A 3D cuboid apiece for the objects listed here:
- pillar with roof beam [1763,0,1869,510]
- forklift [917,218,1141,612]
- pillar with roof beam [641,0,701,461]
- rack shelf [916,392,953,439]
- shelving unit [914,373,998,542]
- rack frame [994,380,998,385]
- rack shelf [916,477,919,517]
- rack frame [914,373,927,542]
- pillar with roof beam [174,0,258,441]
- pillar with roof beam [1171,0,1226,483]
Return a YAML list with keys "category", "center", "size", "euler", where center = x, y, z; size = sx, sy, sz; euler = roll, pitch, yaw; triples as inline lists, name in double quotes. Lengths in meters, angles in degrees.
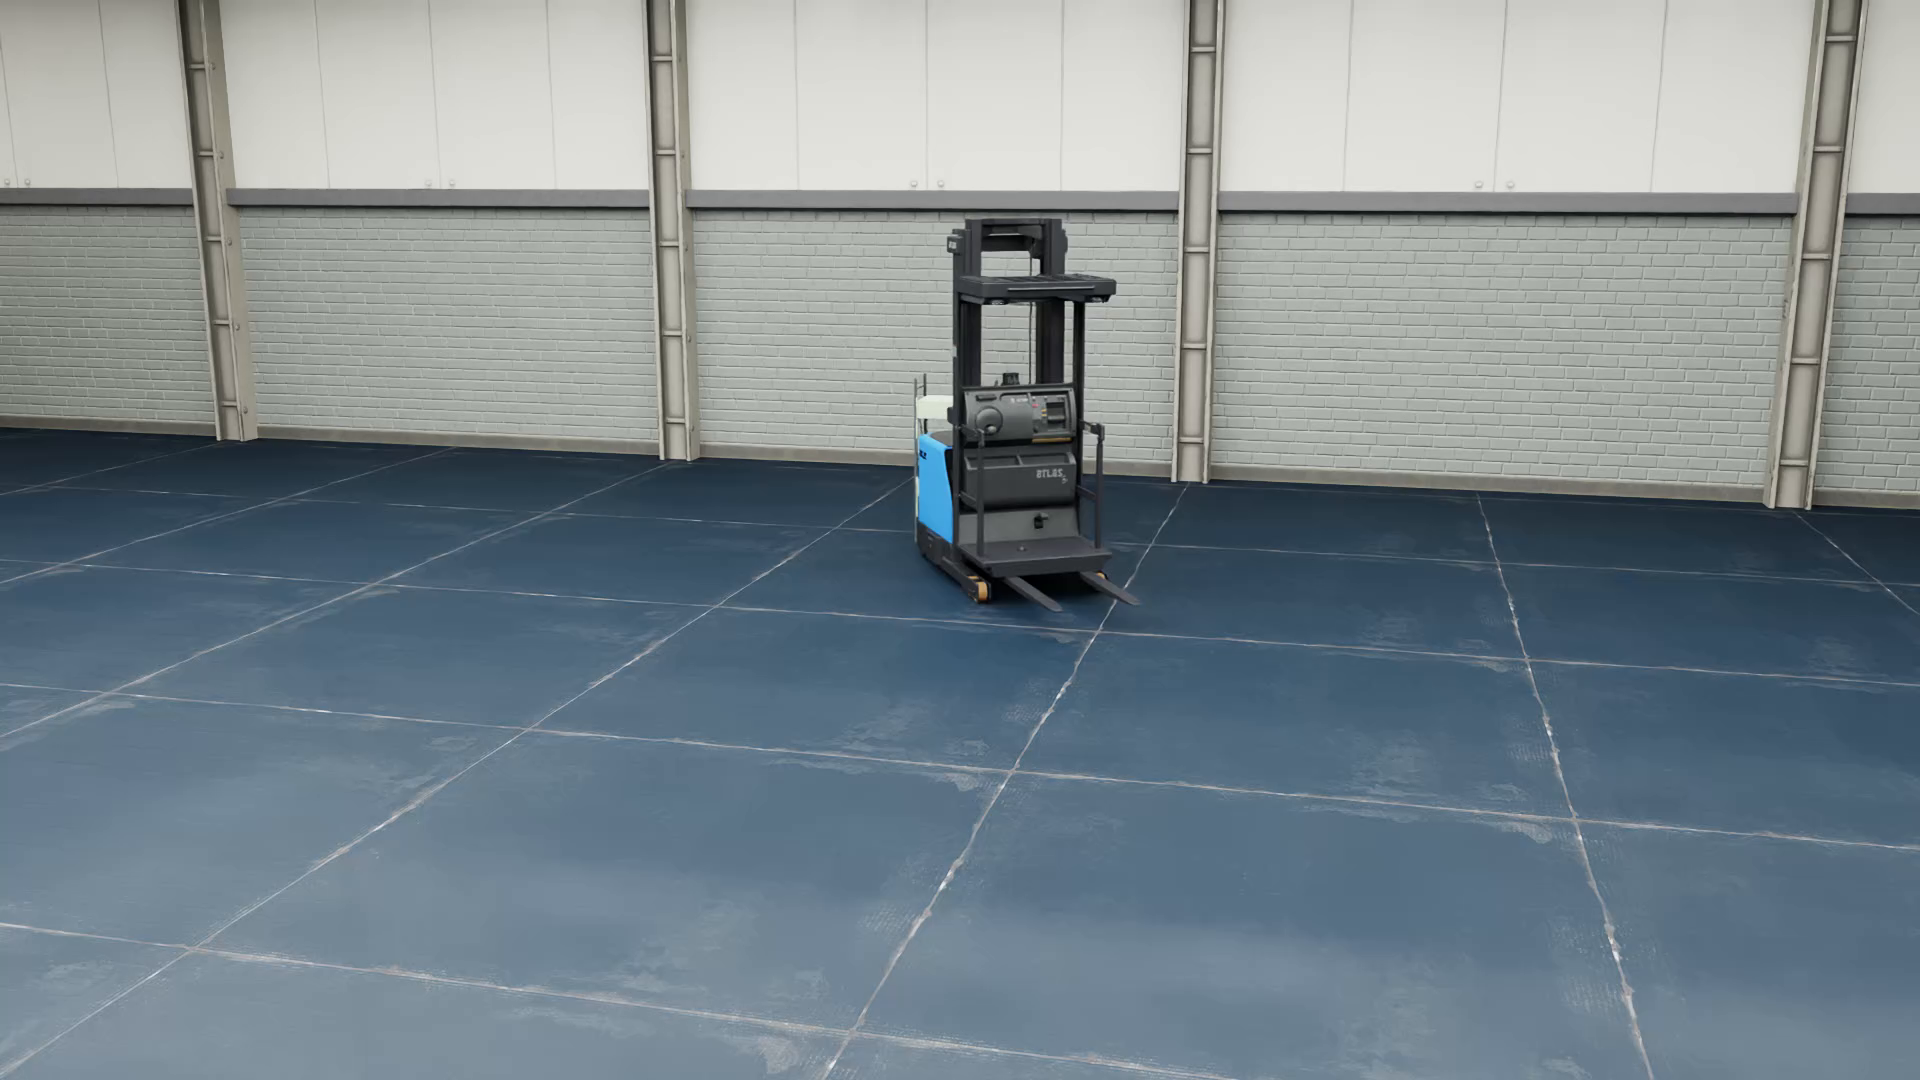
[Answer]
- category: "pillar with roof beam"
  center: [7.321, -3.833, 11.749]
  size: [0.400, 9.000, 9.100]
  euler: [3, 13, 14]
- category: "forklift"
  center: [0.551, -1.038, 13.160]
  size: [1.130, 2.935, 3.031]
  euler: [-4, 13, -17]
- category: "pillar with roof beam"
  center: [-4.330, -4.455, 14.556]
  size: [0.400, 9.000, 9.100]
  euler: [3, 13, 14]
- category: "rack shelf"
  center: [-0.002, -1.117, 15.018]
  size: [0.720, 0.370, 0.431]
  euler: [3, 13, 12]
- category: "shelving unit"
  center: [-0.002, -0.736, 15.103]
  size: [0.755, 1.500, 0.431]
  euler: [3, 13, 12]
- category: "rack frame"
  center: [0.356, -0.719, 15.027]
  size: [0.023, 1.500, 0.400]
  euler: [3, 13, 12]
- category: "rack shelf"
  center: [-0.002, -0.417, 15.173]
  size: [0.720, 0.370, 0.431]
  euler: [3, 13, 12]
- category: "rack frame"
  center: [-0.360, -0.752, 15.178]
  size: [0.023, 1.500, 0.400]
  euler: [3, 13, 12]
- category: "pillar with roof beam"
  center: [-10.155, -4.767, 15.959]
  size: [0.400, 9.000, 9.100]
  euler: [3, 13, 14]
- category: "pillar with roof beam"
  center: [1.496, -4.144, 13.153]
  size: [0.400, 9.000, 9.100]
  euler: [3, 13, 14]
